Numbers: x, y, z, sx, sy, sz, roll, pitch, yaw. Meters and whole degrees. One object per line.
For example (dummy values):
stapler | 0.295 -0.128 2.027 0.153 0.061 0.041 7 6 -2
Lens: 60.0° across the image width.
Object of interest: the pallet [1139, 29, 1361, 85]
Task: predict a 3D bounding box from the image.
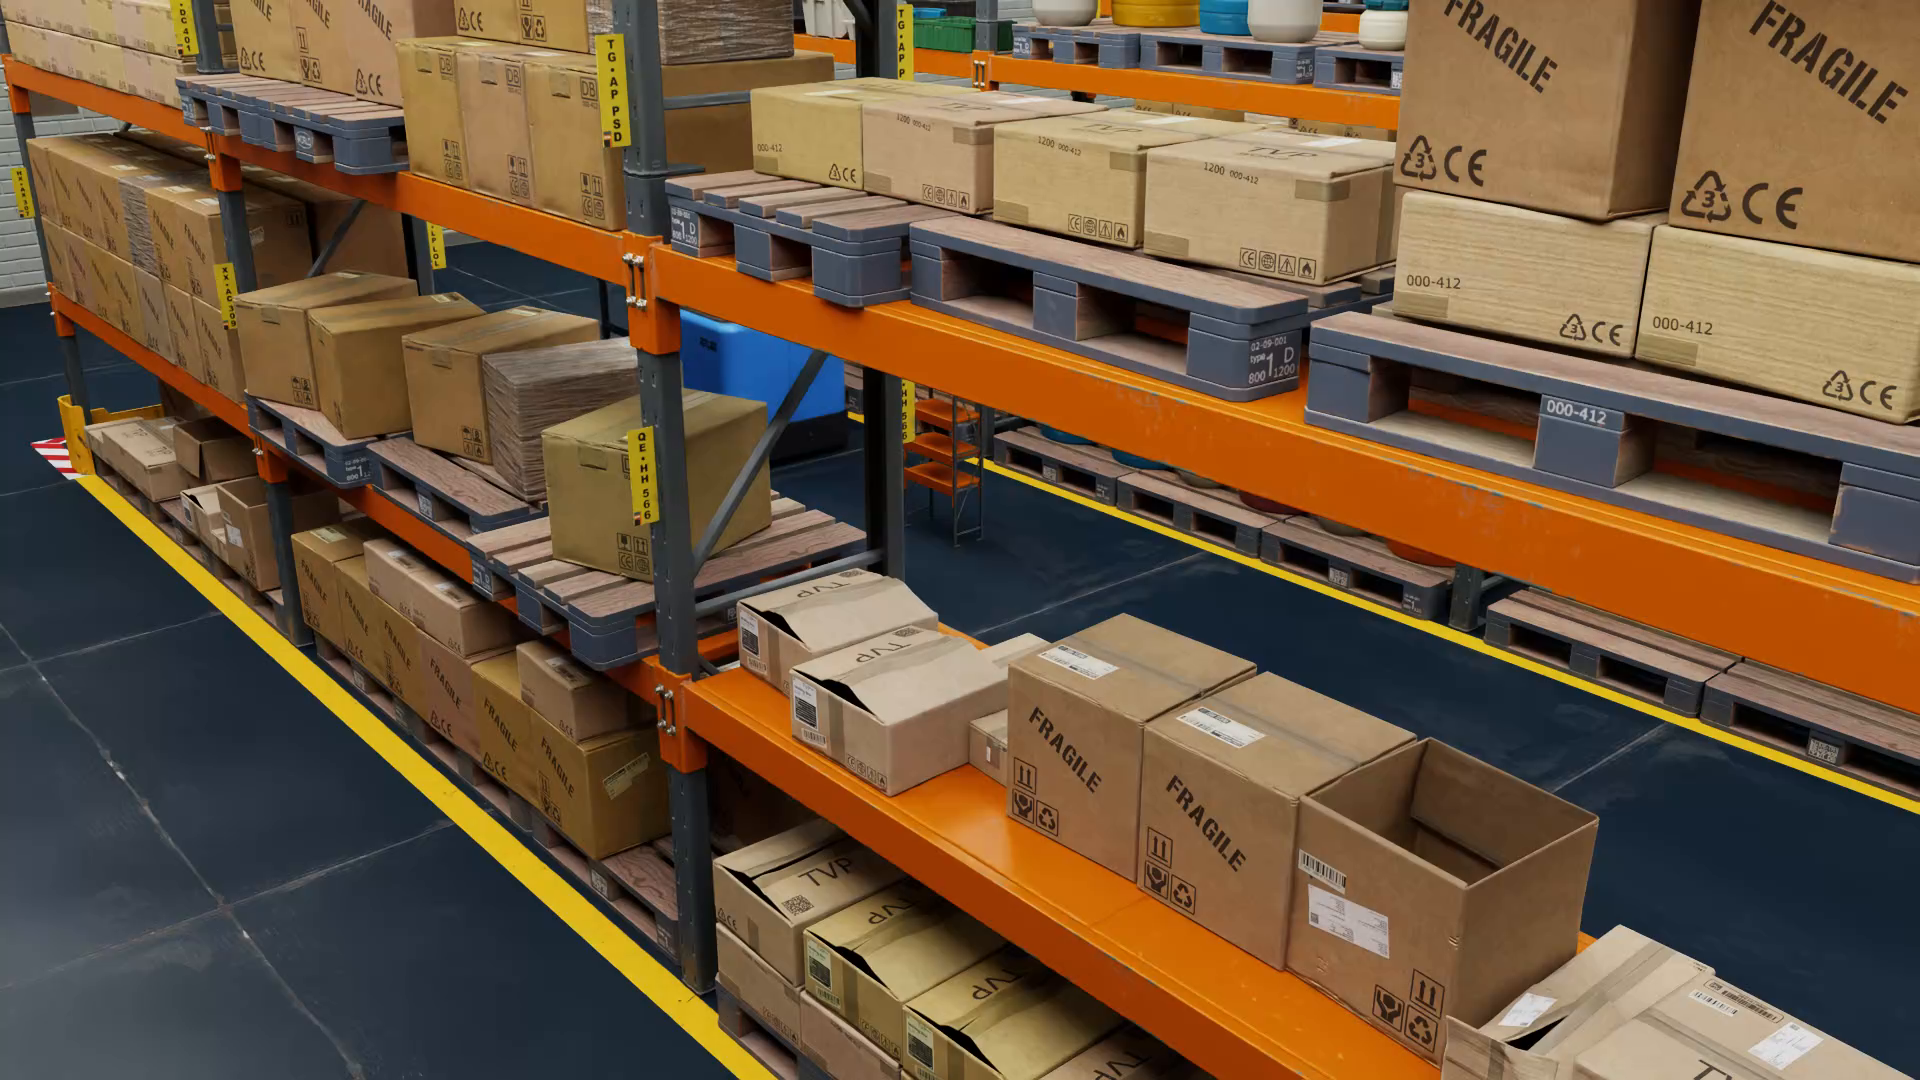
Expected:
pallet | 1.848 -2.923 9.979 1.003 0.211 1.213 -17 27 -37

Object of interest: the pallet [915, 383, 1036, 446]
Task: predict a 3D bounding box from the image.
pallet | 0.011 -1.015 12.787 1.003 0.211 1.213 -17 27 -37

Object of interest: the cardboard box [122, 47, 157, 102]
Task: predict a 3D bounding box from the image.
cardboard box | -4.072 -2.480 8.796 0.500 0.250 0.500 -17 27 -37

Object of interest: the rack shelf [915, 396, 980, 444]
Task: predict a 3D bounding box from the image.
rack shelf | -0.108 -0.750 10.325 0.258 0.148 0.480 -17 27 -37

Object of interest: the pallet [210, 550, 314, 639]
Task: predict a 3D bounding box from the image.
pallet | -3.682 0.167 9.769 1.003 0.211 1.213 -17 27 -37

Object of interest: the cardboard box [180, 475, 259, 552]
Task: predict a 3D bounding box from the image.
cardboard box | -4.311 -0.192 9.944 0.500 0.311 0.500 -17 27 -37

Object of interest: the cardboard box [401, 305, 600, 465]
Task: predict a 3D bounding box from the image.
cardboard box | -2.035 -0.710 7.472 0.500 0.500 0.700 14 25 32

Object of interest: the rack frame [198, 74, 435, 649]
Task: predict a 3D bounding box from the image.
rack frame | -3.235 -0.942 8.775 1.000 3.000 0.127 -17 27 -37

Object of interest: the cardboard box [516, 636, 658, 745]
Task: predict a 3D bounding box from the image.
cardboard box | -1.452 0.556 6.747 0.500 0.250 0.500 -16 27 -35

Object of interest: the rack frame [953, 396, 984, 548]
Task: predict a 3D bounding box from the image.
rack frame | 0.051 -0.537 10.210 0.240 1.200 0.015 -17 27 -37

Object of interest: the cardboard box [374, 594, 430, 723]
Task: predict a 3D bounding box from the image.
cardboard box | -2.427 0.494 7.935 0.500 0.500 0.500 -17 27 -37

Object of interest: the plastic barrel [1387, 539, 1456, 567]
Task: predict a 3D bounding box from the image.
plastic barrel | 2.799 -0.331 9.616 0.600 0.830 0.708 -17 27 -37

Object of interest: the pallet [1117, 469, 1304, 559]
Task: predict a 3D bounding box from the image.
pallet | 1.793 -0.261 10.861 1.003 0.211 1.213 -17 27 -37

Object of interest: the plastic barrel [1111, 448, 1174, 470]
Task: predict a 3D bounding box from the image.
plastic barrel | 1.325 -0.988 11.196 0.600 0.901 0.708 -17 27 -37

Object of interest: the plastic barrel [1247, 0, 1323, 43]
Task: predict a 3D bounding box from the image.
plastic barrel | 1.860 -3.124 9.472 0.433 0.535 0.433 0 21 0

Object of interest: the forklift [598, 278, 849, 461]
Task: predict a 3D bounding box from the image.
forklift | -2.128 -2.331 12.416 1.130 2.935 3.031 -16 27 -36

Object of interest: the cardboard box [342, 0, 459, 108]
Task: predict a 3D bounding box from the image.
cardboard box | -2.089 -2.102 6.776 0.600 0.600 0.600 -19 28 -39

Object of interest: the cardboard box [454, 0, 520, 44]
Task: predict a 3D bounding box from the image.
cardboard box | -1.570 -2.149 6.237 0.500 0.500 0.500 -17 27 -37

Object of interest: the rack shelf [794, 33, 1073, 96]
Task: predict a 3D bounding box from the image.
rack shelf | -0.785 -3.734 12.778 1.077 0.370 4.000 -17 27 -37

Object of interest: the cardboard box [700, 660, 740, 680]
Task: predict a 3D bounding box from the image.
cardboard box | -1.050 0.785 7.190 0.500 0.500 0.500 -19 28 -39

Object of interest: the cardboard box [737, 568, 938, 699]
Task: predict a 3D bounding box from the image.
cardboard box | -0.419 0.316 5.687 0.500 0.311 0.500 -15 26 -34

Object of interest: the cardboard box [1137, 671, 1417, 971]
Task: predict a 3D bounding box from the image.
cardboard box | 0.827 0.722 4.391 0.500 0.500 0.500 -17 27 -37

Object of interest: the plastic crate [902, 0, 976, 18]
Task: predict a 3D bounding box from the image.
plastic crate | -0.083 -3.864 12.303 0.497 0.269 0.590 -17 27 -37

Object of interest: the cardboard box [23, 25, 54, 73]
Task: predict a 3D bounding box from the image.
cardboard box | -5.386 -3.030 10.200 0.500 0.250 0.500 -17 27 -37

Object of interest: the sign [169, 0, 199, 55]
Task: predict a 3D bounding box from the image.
sign | -3.641 -2.448 7.799 0.100 0.325 0.005 -17 27 -37

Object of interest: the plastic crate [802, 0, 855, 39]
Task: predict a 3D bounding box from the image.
plastic crate | -0.878 -3.881 12.328 0.437 0.282 0.530 -17 27 -37

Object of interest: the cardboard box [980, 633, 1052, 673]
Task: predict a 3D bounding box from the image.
cardboard box | 0.173 0.463 5.533 0.380 0.149 0.250 -17 27 -37

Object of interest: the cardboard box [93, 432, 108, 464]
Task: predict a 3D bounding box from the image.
cardboard box | -5.670 -0.666 11.353 0.380 0.166 0.250 -17 27 -37

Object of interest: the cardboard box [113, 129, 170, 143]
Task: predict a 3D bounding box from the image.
cardboard box | -5.347 -2.501 11.250 0.500 0.500 0.500 -18 28 -38

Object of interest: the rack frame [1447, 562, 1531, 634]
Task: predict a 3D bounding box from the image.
rack frame | 3.131 -1.015 8.962 1.000 3.000 0.127 -17 27 -37

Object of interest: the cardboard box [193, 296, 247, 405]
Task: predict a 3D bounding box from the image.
cardboard box | -3.755 -1.065 8.954 0.500 0.500 0.500 -17 27 -37

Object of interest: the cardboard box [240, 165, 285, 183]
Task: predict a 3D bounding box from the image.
cardboard box | -4.002 -1.936 9.805 0.500 0.500 0.500 -18 28 -39

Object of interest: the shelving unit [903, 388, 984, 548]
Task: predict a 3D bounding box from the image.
shelving unit | -0.108 -0.604 10.382 0.258 1.200 0.503 -17 27 -37

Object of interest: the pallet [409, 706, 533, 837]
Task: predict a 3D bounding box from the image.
pallet | -1.875 0.910 7.872 1.003 0.211 1.213 -17 27 -37

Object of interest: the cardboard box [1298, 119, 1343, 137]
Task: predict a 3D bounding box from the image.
cardboard box | 3.446 -3.920 15.148 0.500 0.500 0.500 -17 27 -37

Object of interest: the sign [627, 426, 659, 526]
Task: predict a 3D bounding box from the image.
sign | -1.029 -0.207 5.421 0.100 0.325 0.005 -17 27 -37

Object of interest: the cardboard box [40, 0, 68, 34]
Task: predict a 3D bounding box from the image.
cardboard box | -5.055 -3.126 9.760 0.500 0.250 0.500 -17 27 -37

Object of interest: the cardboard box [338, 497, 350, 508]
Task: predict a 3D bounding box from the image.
cardboard box | -3.917 -0.231 10.243 0.380 0.166 0.250 -17 27 -37

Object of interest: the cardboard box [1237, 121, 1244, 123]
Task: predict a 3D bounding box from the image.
cardboard box | 2.440 -3.994 16.366 0.500 0.250 0.500 -19 28 -39

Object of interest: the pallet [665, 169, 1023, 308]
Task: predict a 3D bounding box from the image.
pallet | -0.113 -0.979 5.017 1.213 0.211 1.003 -16 26 -35

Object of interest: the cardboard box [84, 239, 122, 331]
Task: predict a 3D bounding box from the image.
cardboard box | -5.090 -1.627 10.389 0.500 0.500 0.500 -18 27 -38

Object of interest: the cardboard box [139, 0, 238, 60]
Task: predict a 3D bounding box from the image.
cardboard box | -3.758 -2.571 8.342 0.500 0.250 0.500 -17 27 -37

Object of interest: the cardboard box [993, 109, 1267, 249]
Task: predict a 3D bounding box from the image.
cardboard box | 0.436 -0.946 4.302 0.500 0.250 0.500 -18 28 -38

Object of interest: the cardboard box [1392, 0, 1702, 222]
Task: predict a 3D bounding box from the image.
cardboard box | 1.225 -0.935 3.246 0.500 0.500 0.500 -14 26 -32

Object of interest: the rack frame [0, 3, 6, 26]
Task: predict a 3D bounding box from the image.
rack frame | -5.846 -4.840 10.503 1.000 3.000 0.127 -17 27 -37

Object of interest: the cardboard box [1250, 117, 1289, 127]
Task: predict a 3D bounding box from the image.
cardboard box | 3.185 -3.978 16.326 0.500 0.250 0.500 -17 27 -37

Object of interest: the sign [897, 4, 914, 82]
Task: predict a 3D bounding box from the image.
sign | -0.198 -1.641 5.630 0.100 0.325 0.005 -17 27 -37

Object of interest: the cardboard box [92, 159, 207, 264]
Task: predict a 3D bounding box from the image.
cardboard box | -4.754 -1.951 9.845 0.500 0.500 0.500 -18 28 -38

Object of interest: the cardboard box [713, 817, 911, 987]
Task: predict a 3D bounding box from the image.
cardboard box | -0.504 1.202 5.728 0.500 0.311 0.500 -16 27 -36

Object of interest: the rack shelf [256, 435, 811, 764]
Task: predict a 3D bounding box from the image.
rack shelf | -1.929 -0.054 7.496 1.077 0.370 4.000 -17 27 -37
